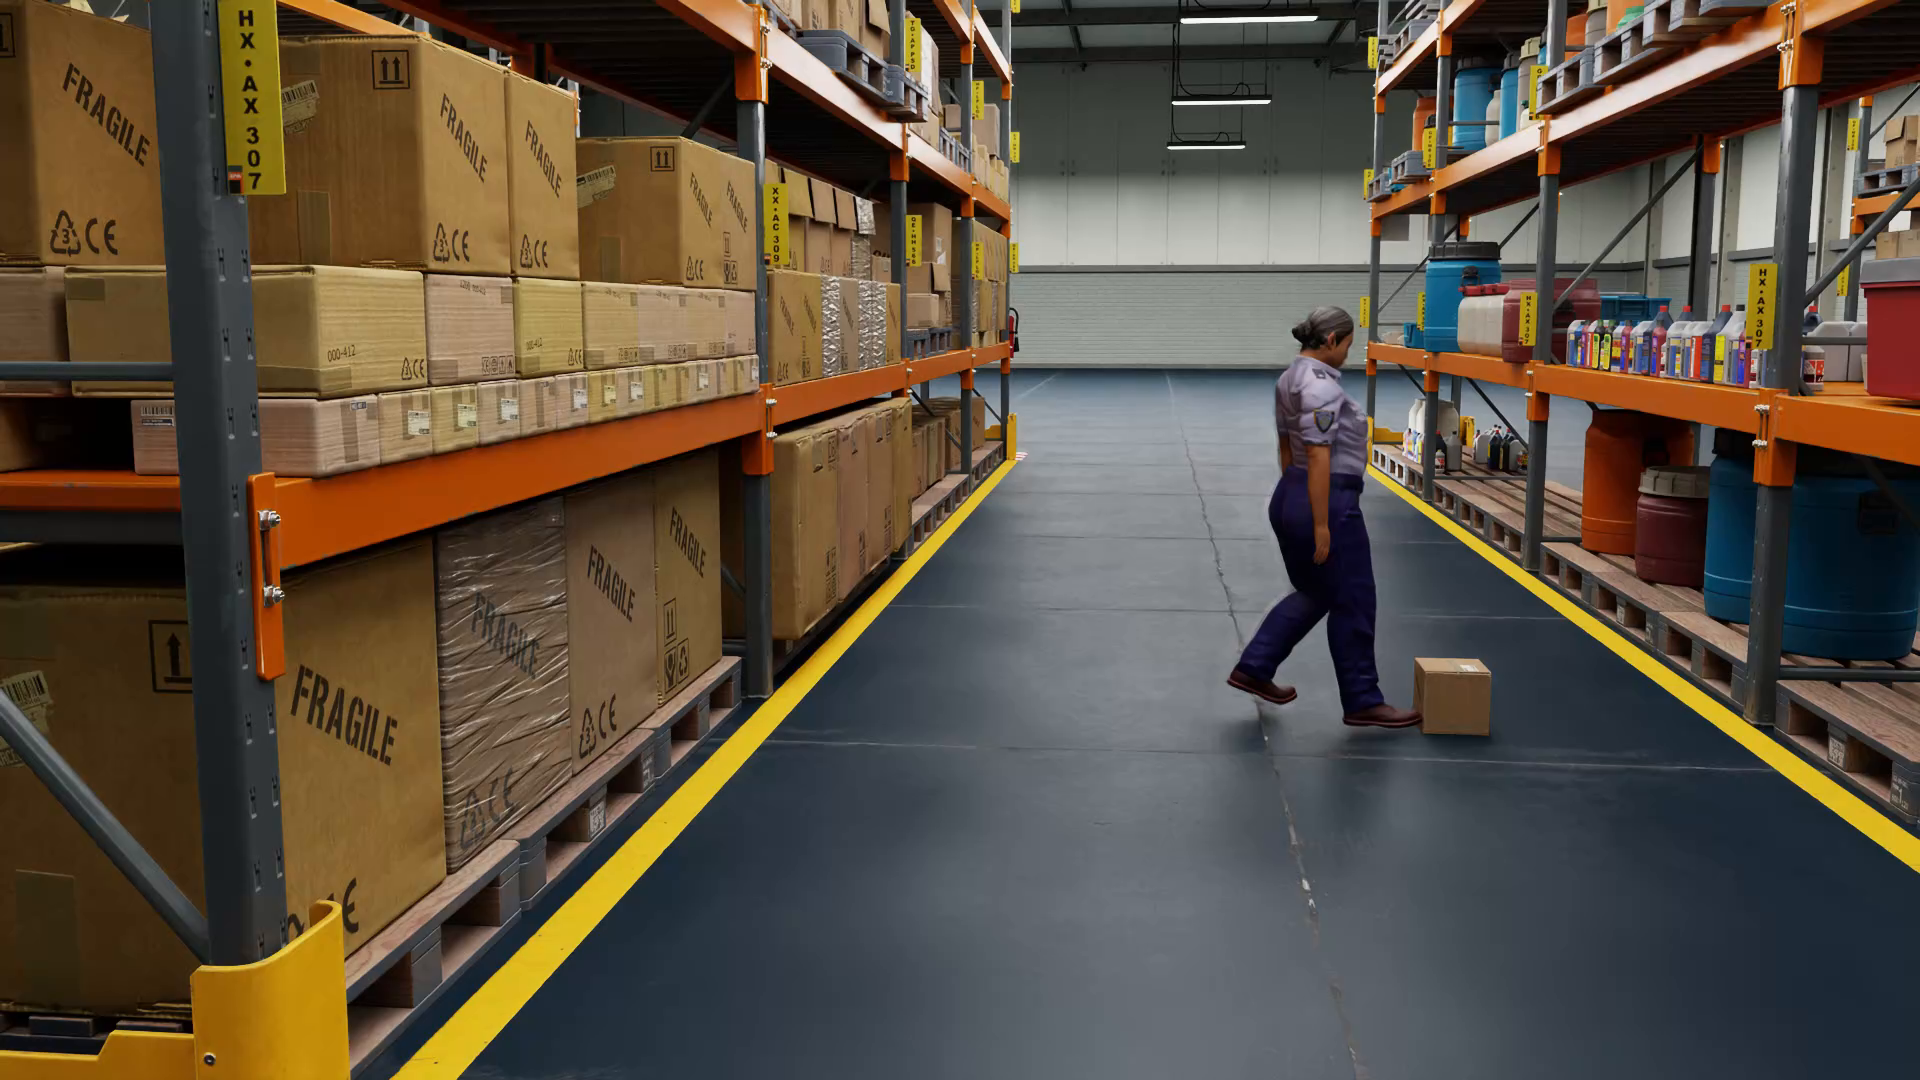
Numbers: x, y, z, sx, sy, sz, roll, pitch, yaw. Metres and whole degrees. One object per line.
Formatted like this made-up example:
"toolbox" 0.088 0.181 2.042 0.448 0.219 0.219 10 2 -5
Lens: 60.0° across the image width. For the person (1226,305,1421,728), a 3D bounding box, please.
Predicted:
"person" 1.439 -0.095 6.471 0.695 1.619 0.513 -1 8 -5
